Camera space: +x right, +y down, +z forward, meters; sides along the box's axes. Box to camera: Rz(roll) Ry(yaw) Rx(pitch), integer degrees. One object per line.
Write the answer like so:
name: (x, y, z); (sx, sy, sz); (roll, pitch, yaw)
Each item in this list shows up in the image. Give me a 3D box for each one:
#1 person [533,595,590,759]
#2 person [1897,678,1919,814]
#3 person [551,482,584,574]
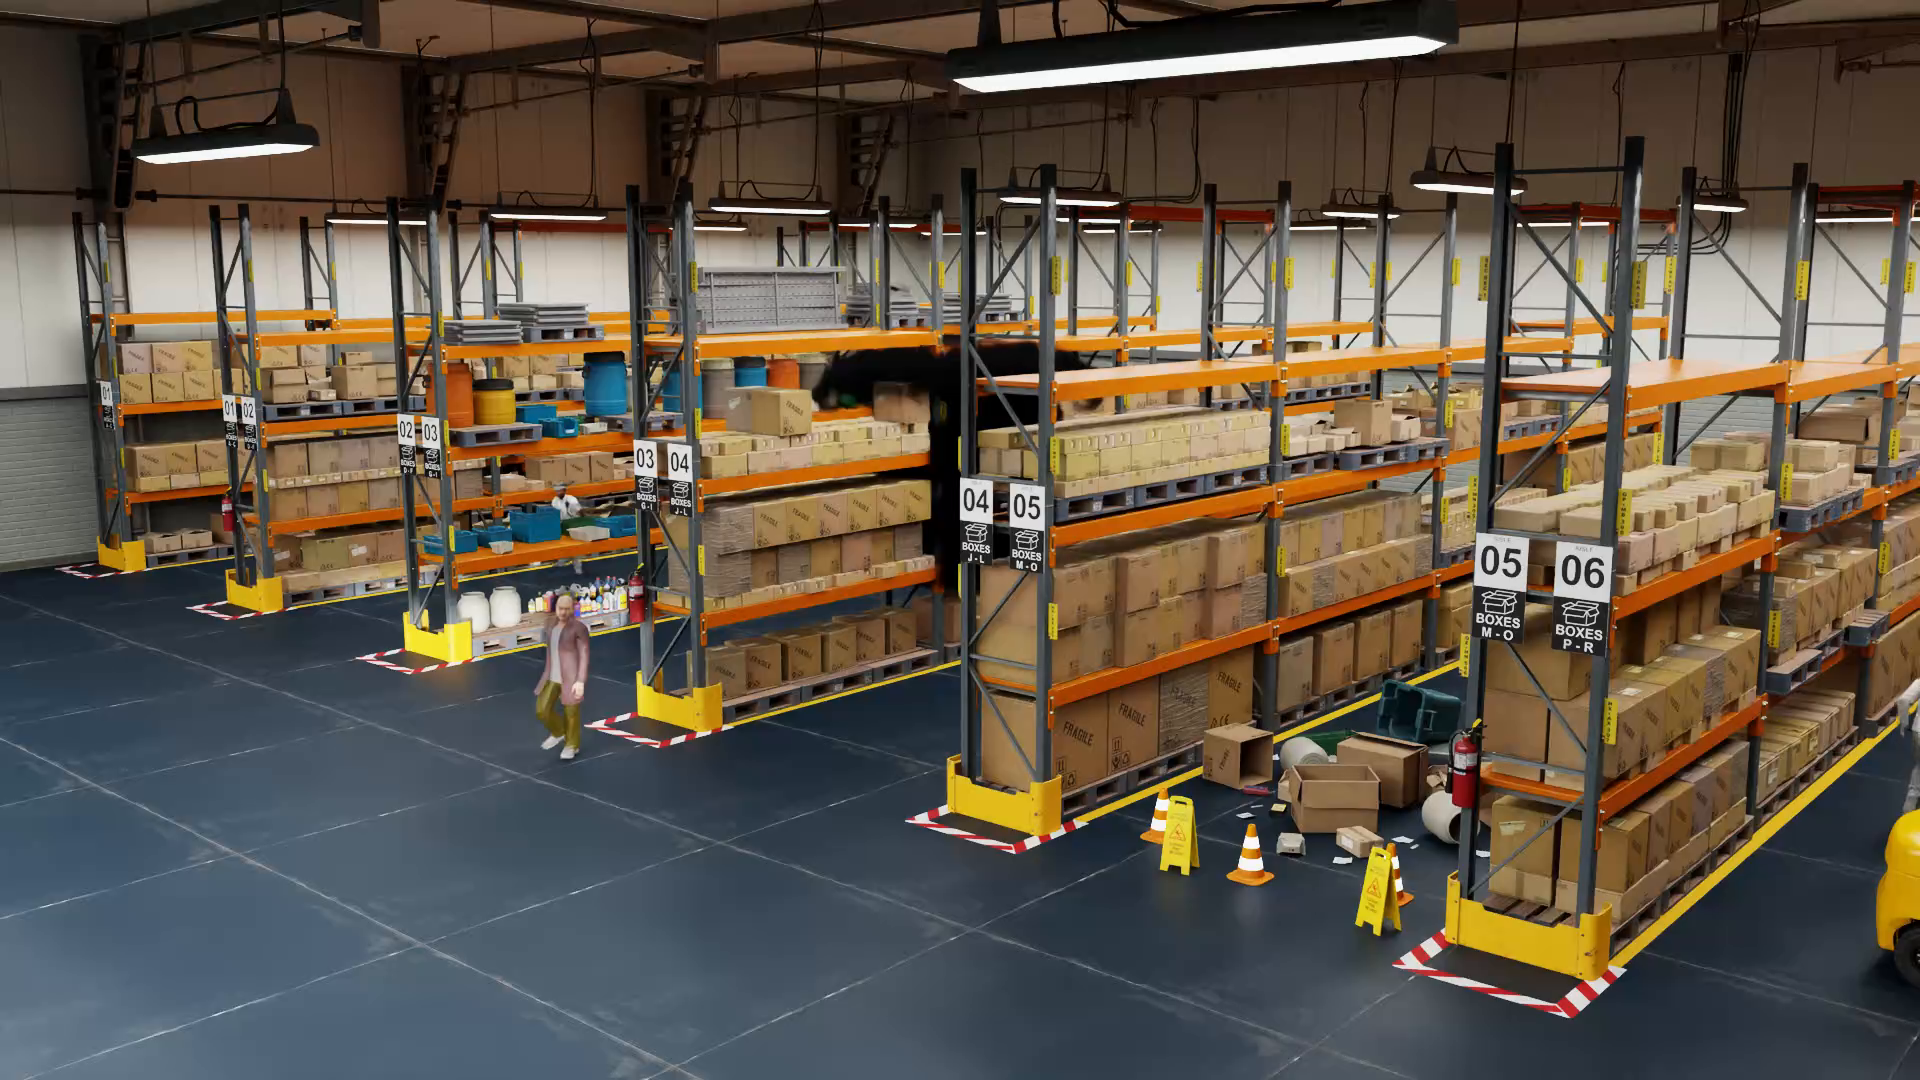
person: (-4.145, 1.426, 17.310); (0.705, 1.759, 0.549); (3, 10, 19)
person: (9.042, 1.817, 15.429); (0.612, 1.648, 0.524); (8, 12, 39)
person: (-6.438, -0.170, 27.190); (0.478, 1.608, 1.020); (3, 10, 16)
